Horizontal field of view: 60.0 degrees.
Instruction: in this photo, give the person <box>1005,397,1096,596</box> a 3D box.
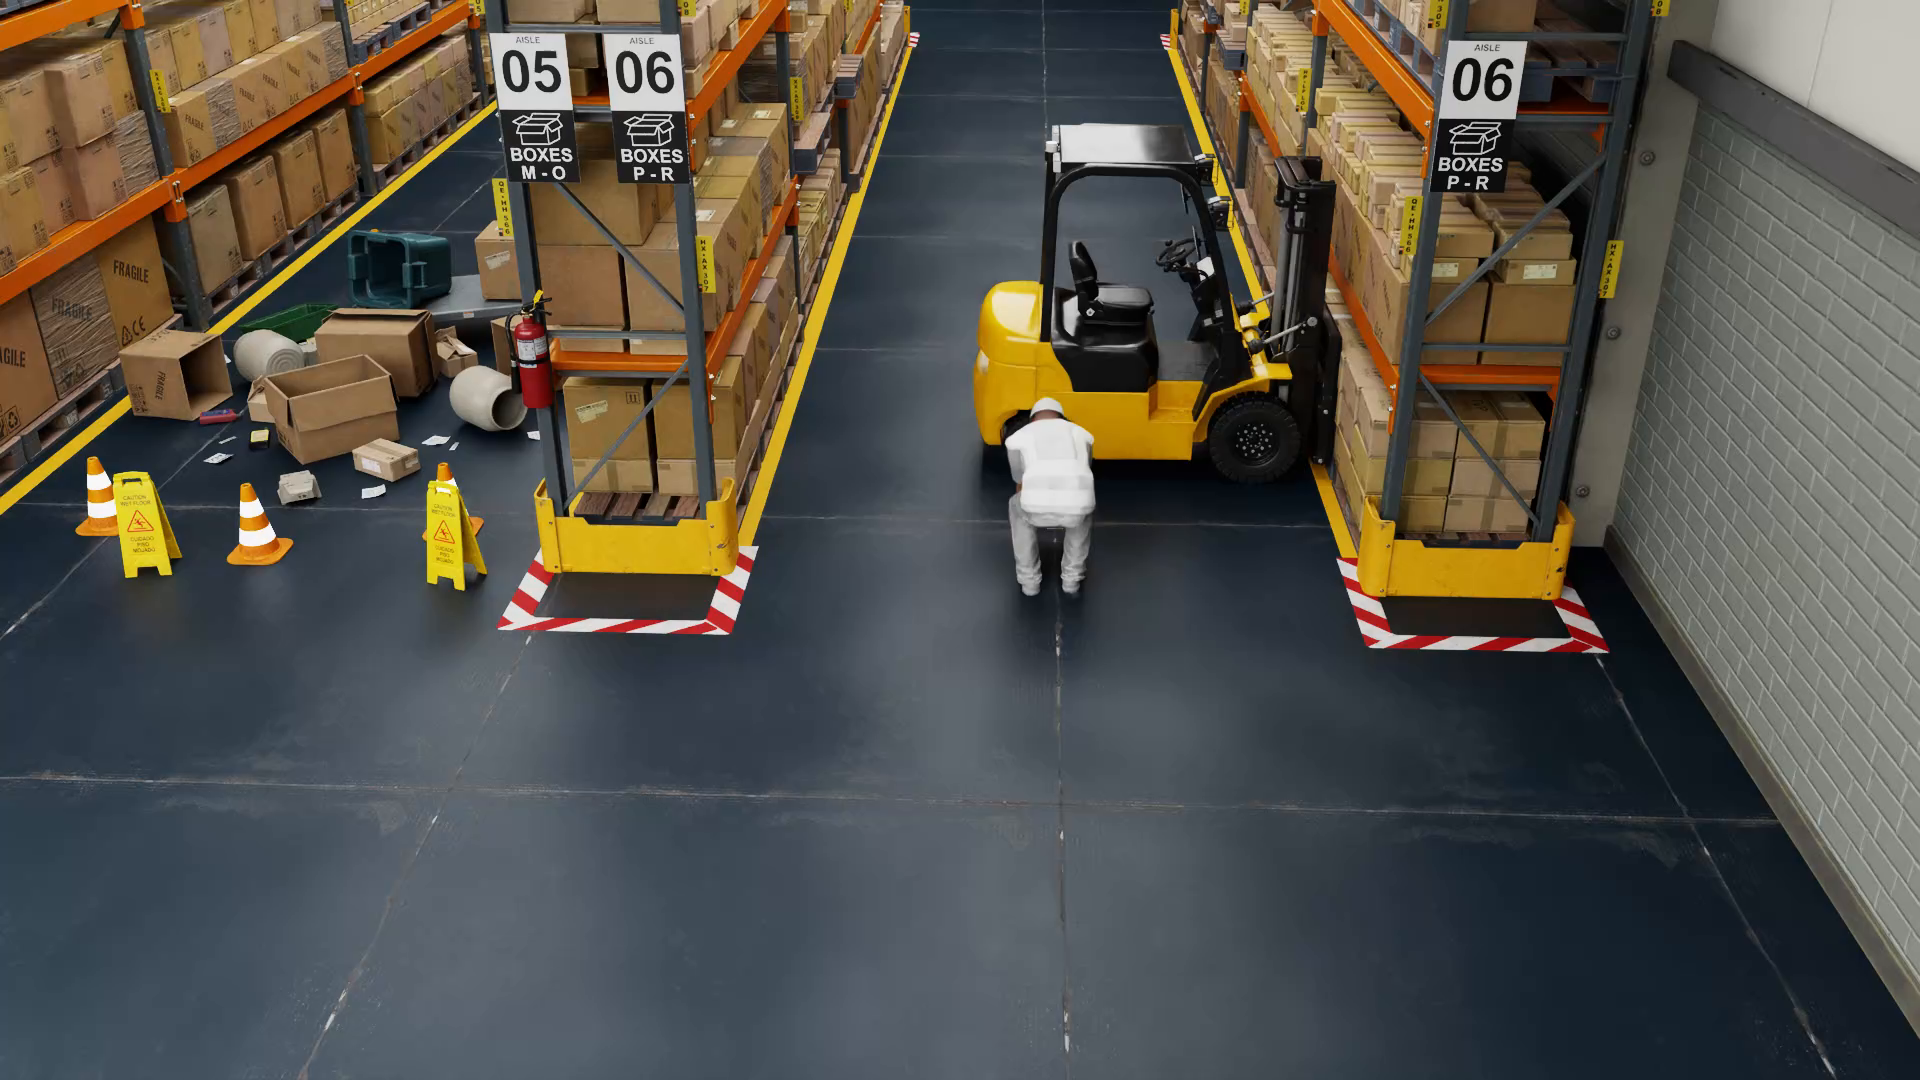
[{"bbox_3d":[0.536,-0.237,9.897,0.543,0.998,0.958,0,28,0],"label":"person"}]
